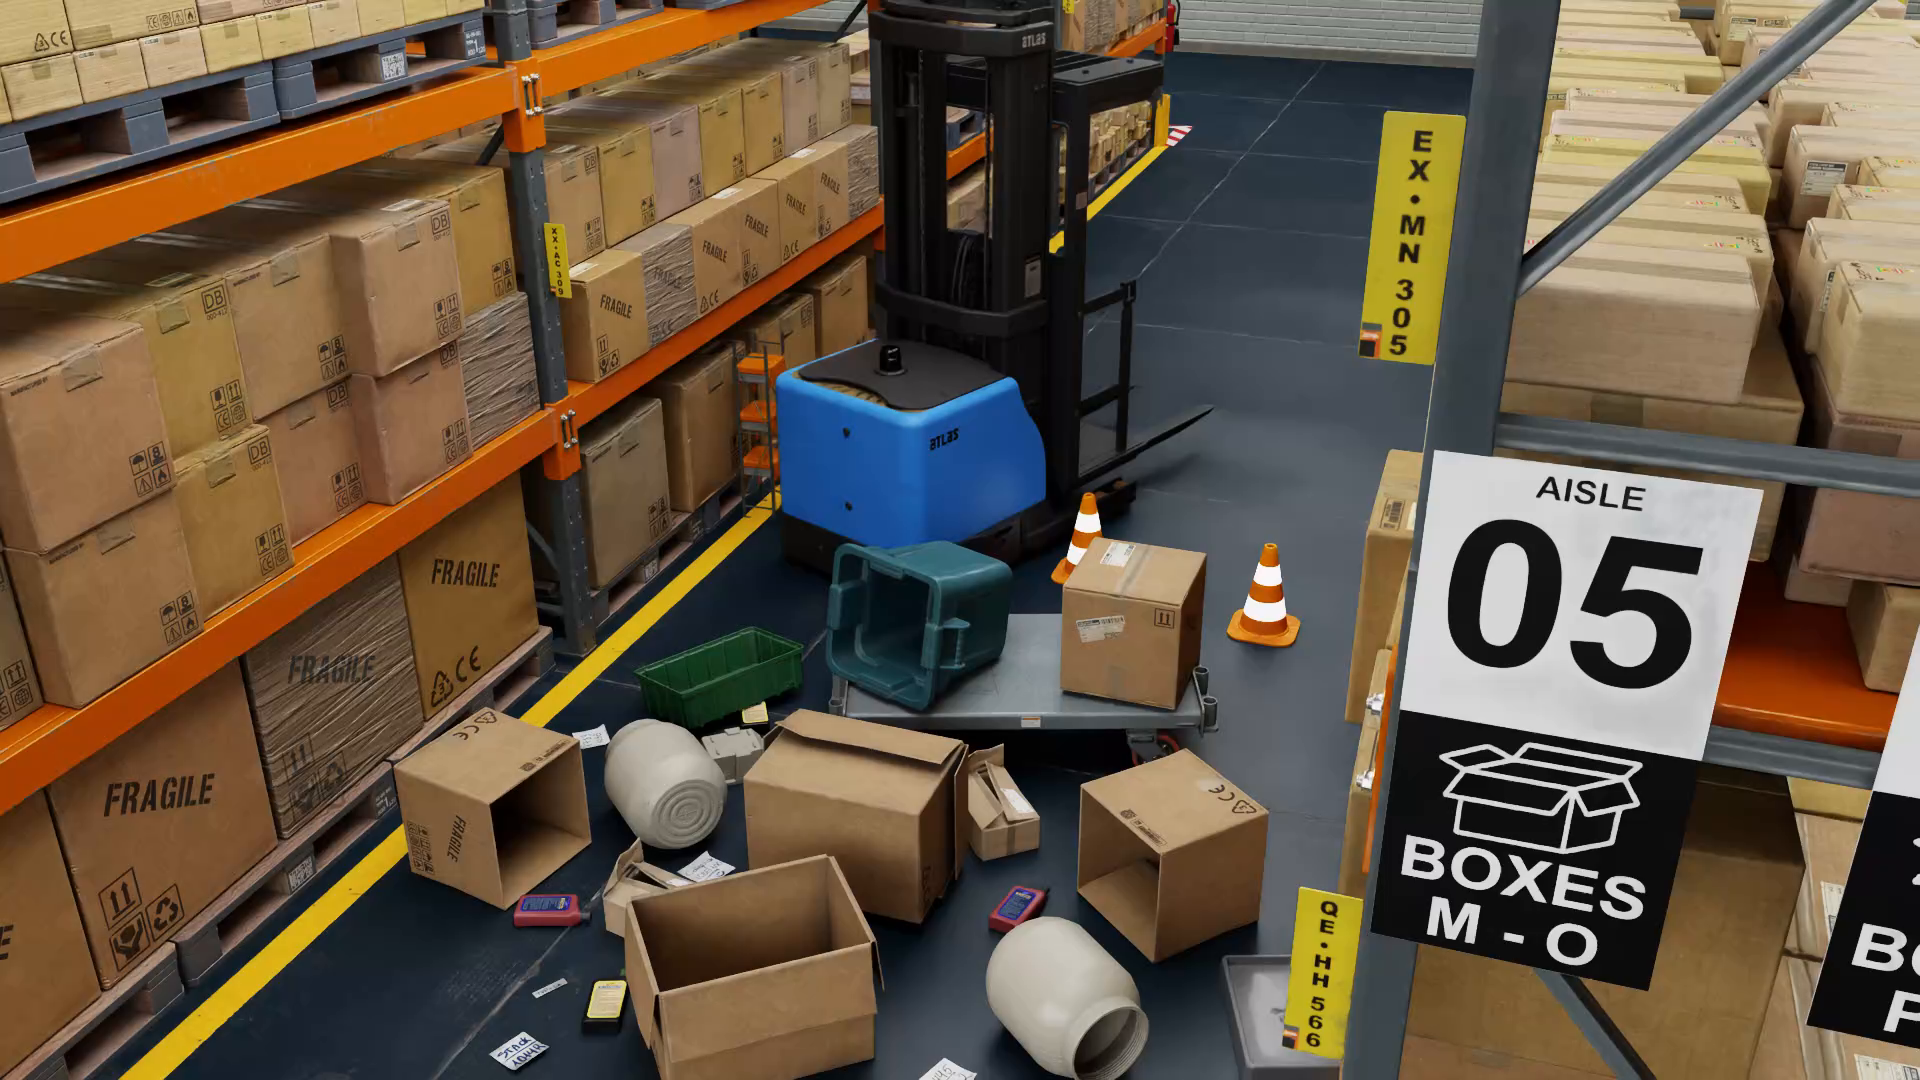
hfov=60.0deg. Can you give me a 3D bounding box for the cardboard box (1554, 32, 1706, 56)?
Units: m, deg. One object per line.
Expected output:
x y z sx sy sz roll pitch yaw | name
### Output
1.634 -1.163 4.140 0.380 0.149 0.250 8 27 17 | cardboard box

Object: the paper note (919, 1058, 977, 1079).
-0.041 1.789 5.534 0.148 0.019 0.142 20 32 35 | paper note

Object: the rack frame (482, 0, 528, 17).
-2.273 -3.568 6.294 1.000 3.000 0.127 9 27 17 | rack frame

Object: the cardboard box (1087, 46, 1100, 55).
1.089 -4.551 15.496 0.380 0.149 0.250 9 27 18 | cardboard box

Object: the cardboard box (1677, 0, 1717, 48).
2.487 -1.925 6.031 0.500 0.250 0.500 8 27 16 | cardboard box

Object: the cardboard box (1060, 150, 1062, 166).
0.699 -3.441 15.022 0.380 0.149 0.250 10 28 20 | cardboard box

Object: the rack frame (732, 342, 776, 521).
-1.144 -0.593 9.269 0.200 1.050 0.008 7 27 15 | rack frame

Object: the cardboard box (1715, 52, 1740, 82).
2.369 -1.180 4.634 0.500 0.250 0.500 8 27 17 | cardboard box

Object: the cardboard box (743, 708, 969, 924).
-0.402 1.040 6.369 0.797 0.637 0.503 9 27 17 | cardboard box

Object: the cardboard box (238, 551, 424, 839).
-2.844 0.518 6.694 0.875 0.875 0.875 9 27 18 | cardboard box

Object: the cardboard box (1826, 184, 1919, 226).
1.619 -0.460 2.690 0.380 0.149 0.250 9 27 17 | cardboard box

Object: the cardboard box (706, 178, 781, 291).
-1.339 -1.712 9.228 0.500 0.500 0.500 9 27 18 | cardboard box

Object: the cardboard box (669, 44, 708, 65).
-3.363 -5.145 18.390 0.875 0.875 0.875 9 27 17 | cardboard box

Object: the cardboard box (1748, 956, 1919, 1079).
1.517 1.118 3.042 0.500 0.500 0.500 8 27 17 | cardboard box

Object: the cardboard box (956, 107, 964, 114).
-0.163 -3.288 12.405 0.380 0.149 0.250 9 27 18 | cardboard box

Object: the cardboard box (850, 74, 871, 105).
-0.604 -3.019 11.168 0.380 0.149 0.250 9 27 18 | cardboard box

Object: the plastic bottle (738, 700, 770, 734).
-0.941 0.787 7.555 0.133 0.061 0.283 -5 26 -9 | plastic bottle

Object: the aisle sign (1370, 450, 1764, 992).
0.804 0.265 2.277 0.394 0.787 0.004 9 27 17 | aisle sign

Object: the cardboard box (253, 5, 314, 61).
-2.430 -1.726 5.622 0.380 0.149 0.250 9 27 18 | cardboard box

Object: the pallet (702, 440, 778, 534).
-1.683 -0.444 9.925 1.003 0.211 1.213 9 27 17 | pallet

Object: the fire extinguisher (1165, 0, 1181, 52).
2.240 -5.634 17.960 0.296 0.674 0.183 9 27 17 | fire extinguisher

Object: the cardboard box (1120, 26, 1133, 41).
1.513 -5.097 16.624 0.380 0.149 0.250 8 27 15 | cardboard box

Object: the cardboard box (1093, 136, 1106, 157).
1.209 -3.835 16.177 0.380 0.149 0.250 9 27 17 | cardboard box

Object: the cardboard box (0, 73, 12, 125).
-2.852 -1.205 4.546 0.380 0.149 0.250 9 27 18 | cardboard box

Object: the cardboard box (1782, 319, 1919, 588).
1.516 -0.133 2.471 0.500 0.250 0.500 8 27 17 | cardboard box

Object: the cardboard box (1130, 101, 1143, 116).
1.679 -4.499 17.207 0.380 0.149 0.250 8 27 16 | cardboard box

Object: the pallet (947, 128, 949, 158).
-0.805 -2.734 11.675 1.213 0.211 1.003 9 27 17 | pallet

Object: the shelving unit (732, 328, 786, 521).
-1.109 -0.644 9.374 0.215 1.050 0.252 7 27 15 | shelving unit

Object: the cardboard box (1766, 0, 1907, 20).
2.515 -1.508 4.854 0.380 0.149 0.250 8 27 16 | cardboard box

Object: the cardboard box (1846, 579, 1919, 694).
1.514 0.126 2.395 0.380 0.149 0.250 9 27 17 | cardboard box

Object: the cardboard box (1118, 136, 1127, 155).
1.487 -4.025 16.911 0.380 0.149 0.250 8 27 15 | cardboard box

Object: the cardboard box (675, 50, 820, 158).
-1.267 -2.616 9.949 0.700 0.500 0.500 8 27 17 | cardboard box

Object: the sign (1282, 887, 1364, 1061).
0.581 0.700 2.672 0.100 0.325 0.005 9 27 17 | sign

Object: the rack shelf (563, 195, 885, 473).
-1.607 -1.366 9.456 1.077 0.370 4.000 9 27 17 | rack shelf

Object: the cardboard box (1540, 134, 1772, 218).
1.255 -0.631 3.042 0.380 0.149 0.250 9 27 18 | cardboard box

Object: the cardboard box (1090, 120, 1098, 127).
1.125 -3.984 16.143 0.380 0.149 0.250 8 27 15 | cardboard box

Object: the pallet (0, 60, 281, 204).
-2.962 -1.344 5.244 1.003 0.211 1.213 9 27 17 | pallet

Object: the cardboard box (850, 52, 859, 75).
-0.953 -3.445 12.046 0.380 0.149 0.250 10 27 19 | cardboard box

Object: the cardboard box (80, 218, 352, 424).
-2.811 -0.830 6.112 0.875 0.550 0.550 9 27 17 | cardboard box

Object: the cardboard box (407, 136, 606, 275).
-2.113 -1.568 7.785 0.700 0.500 0.500 8 27 17 | cardboard box

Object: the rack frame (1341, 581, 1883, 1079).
1.098 1.452 2.810 1.000 3.000 0.127 9 27 17 | rack frame

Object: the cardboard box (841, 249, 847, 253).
-0.961 -2.233 11.945 0.500 0.250 0.500 8 27 16 | cardboard box

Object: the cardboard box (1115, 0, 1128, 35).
1.302 -5.133 15.952 0.500 0.500 0.500 10 28 20 | cardboard box

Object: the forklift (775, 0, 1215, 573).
0.370 -1.558 9.104 1.130 2.935 3.031 20 33 36 | forklift

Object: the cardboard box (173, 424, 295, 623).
-2.918 -0.116 5.875 0.875 0.550 0.500 9 27 17 | cardboard box

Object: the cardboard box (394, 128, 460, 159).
-5.032 -3.151 14.273 1.225 0.875 0.875 9 27 18 | cardboard box

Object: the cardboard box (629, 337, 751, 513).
-1.826 -0.709 9.372 1.050 0.750 0.750 9 27 17 | cardboard box

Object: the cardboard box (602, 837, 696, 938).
-1.108 1.336 6.187 0.396 0.266 0.258 14 29 26 | cardboard box

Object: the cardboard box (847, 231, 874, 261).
-0.484 -2.162 11.799 0.500 0.250 0.500 8 27 15 | cardboard box

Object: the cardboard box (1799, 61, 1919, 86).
2.103 -0.975 3.753 0.380 0.149 0.250 9 27 18 | cardboard box
